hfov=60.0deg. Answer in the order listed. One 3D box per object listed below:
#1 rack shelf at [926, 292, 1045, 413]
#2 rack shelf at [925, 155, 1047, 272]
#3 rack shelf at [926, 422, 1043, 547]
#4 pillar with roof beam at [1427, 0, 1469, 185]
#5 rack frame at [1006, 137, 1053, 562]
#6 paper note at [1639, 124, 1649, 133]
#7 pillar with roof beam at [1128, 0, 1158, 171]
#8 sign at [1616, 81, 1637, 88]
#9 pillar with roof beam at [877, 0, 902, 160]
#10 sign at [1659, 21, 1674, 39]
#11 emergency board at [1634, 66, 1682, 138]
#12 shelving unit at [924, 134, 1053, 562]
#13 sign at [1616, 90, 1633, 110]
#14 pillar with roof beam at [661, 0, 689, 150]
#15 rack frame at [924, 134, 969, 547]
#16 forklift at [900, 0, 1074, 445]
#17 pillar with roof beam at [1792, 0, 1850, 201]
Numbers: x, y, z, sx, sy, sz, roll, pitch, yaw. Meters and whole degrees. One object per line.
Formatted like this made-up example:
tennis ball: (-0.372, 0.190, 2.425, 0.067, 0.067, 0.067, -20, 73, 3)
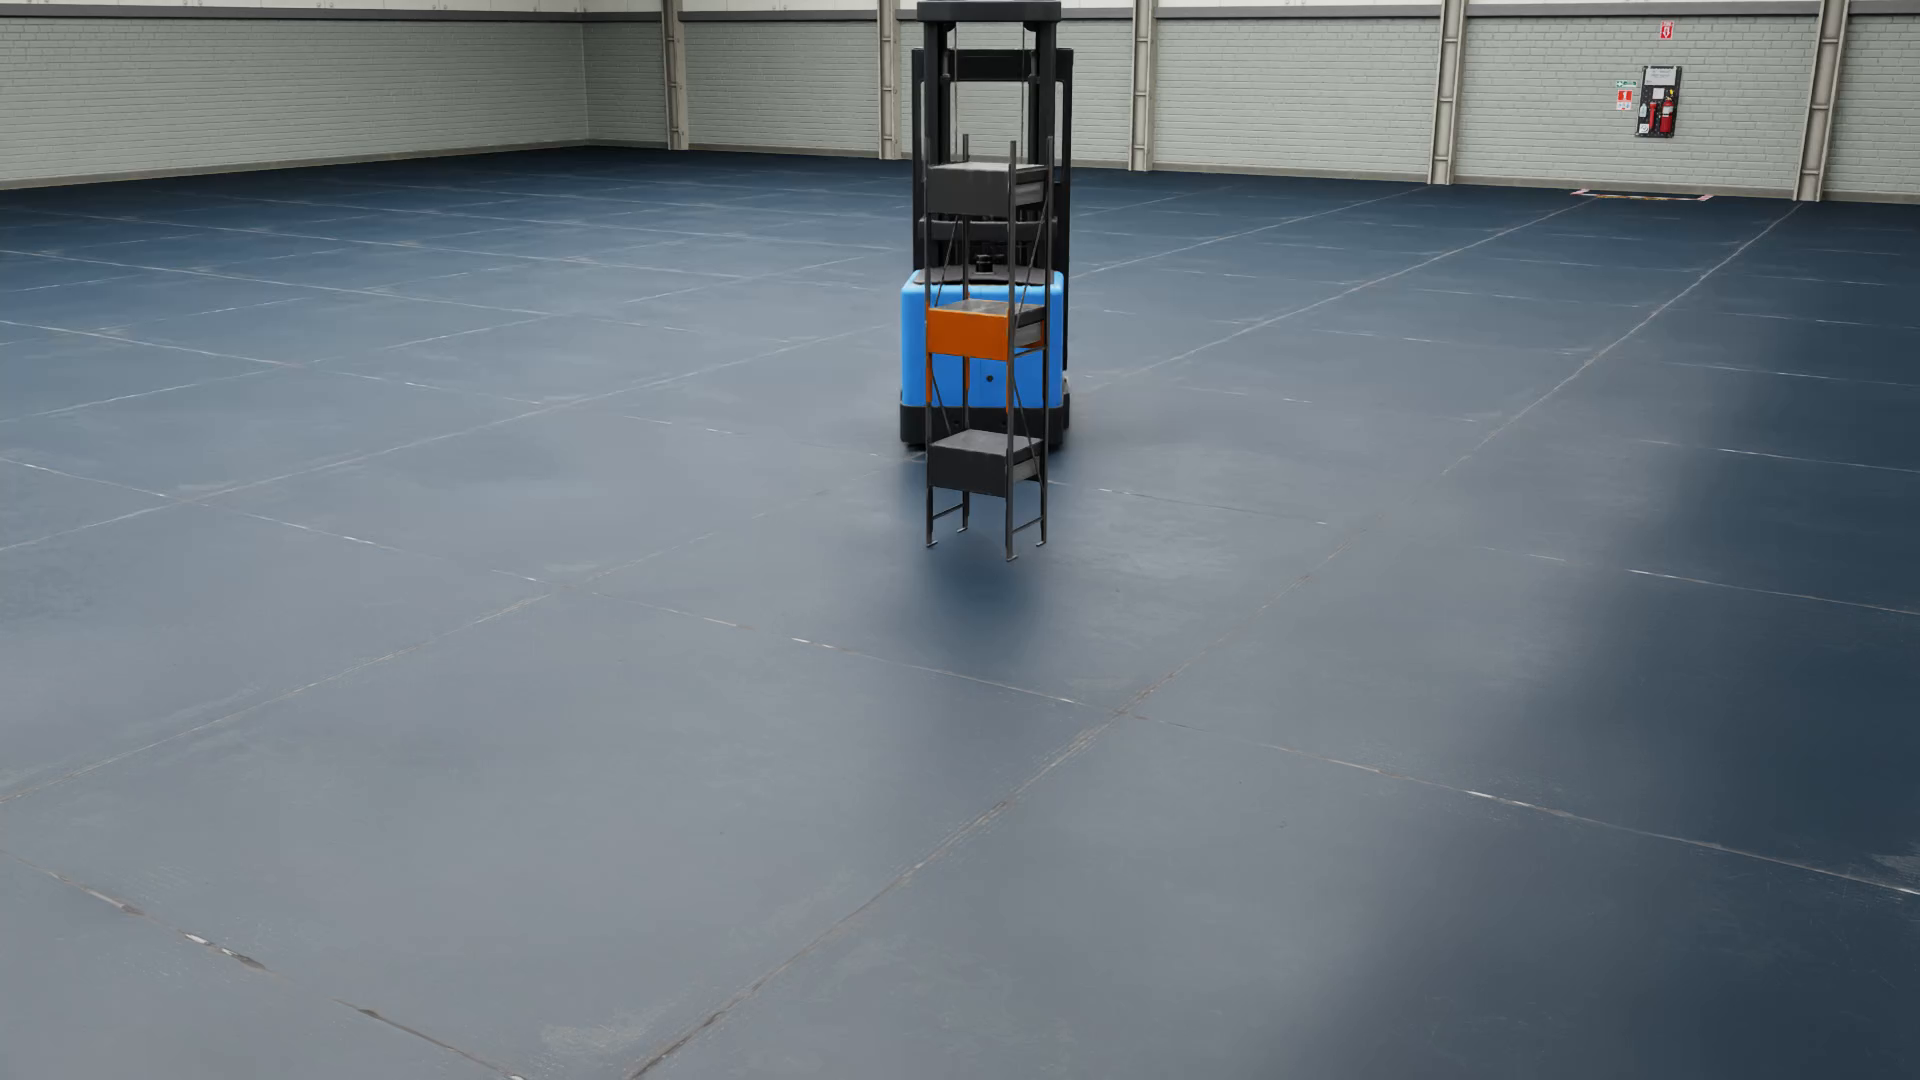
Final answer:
rack shelf: (0.141, -0.966, 8.497, 0.480, 0.518, 0.431, 10, 20, 30)
rack shelf: (0.141, -1.636, 8.294, 0.480, 0.518, 0.431, 10, 20, 30)
rack shelf: (0.141, -0.297, 8.701, 0.480, 0.518, 0.431, 10, 20, 30)
pillar with roof beam: (6.461, -9.701, 25.336, 0.400, 9.000, 9.100, 10, 20, 30)
rack frame: (0.349, -0.942, 8.371, 0.015, 2.100, 0.400, 10, 20, 30)
paper note: (11.626, -6.992, 28.255, 0.142, 0.148, 0.016, 10, 20, 30)
pillar with roof beam: (1.348, -10.614, 28.340, 0.400, 9.000, 9.100, 10, 20, 30)
sign: (11.323, -7.747, 28.251, 0.331, 0.109, 0.001, 10, 20, 30)
pillar with roof beam: (-3.764, -11.527, 31.345, 0.400, 9.000, 9.100, 10, 20, 30)
sign: (11.786, -8.505, 27.730, 0.199, 0.298, 0.001, 10, 20, 30)
emergency board: (11.741, -7.370, 27.982, 0.643, 1.169, 0.194, 10, 20, 30)
shelving unit: (0.141, -0.979, 8.493, 0.503, 2.100, 0.431, 10, 20, 30)
sign: (11.324, -7.496, 28.338, 0.234, 0.329, 0.001, 10, 20, 30)
pillar with roof beam: (-8.877, -12.439, 34.349, 0.400, 9.000, 9.100, 10, 20, 30)
rack frame: (-0.067, -1.017, 8.615, 0.015, 2.100, 0.400, 10, 20, 30)
forklift: (0.233, -2.387, 11.698, 1.130, 2.935, 3.031, 1, 17, 4)
pillar with roof beam: (11.574, -8.789, 22.332, 0.400, 9.000, 9.100, 10, 20, 30)
